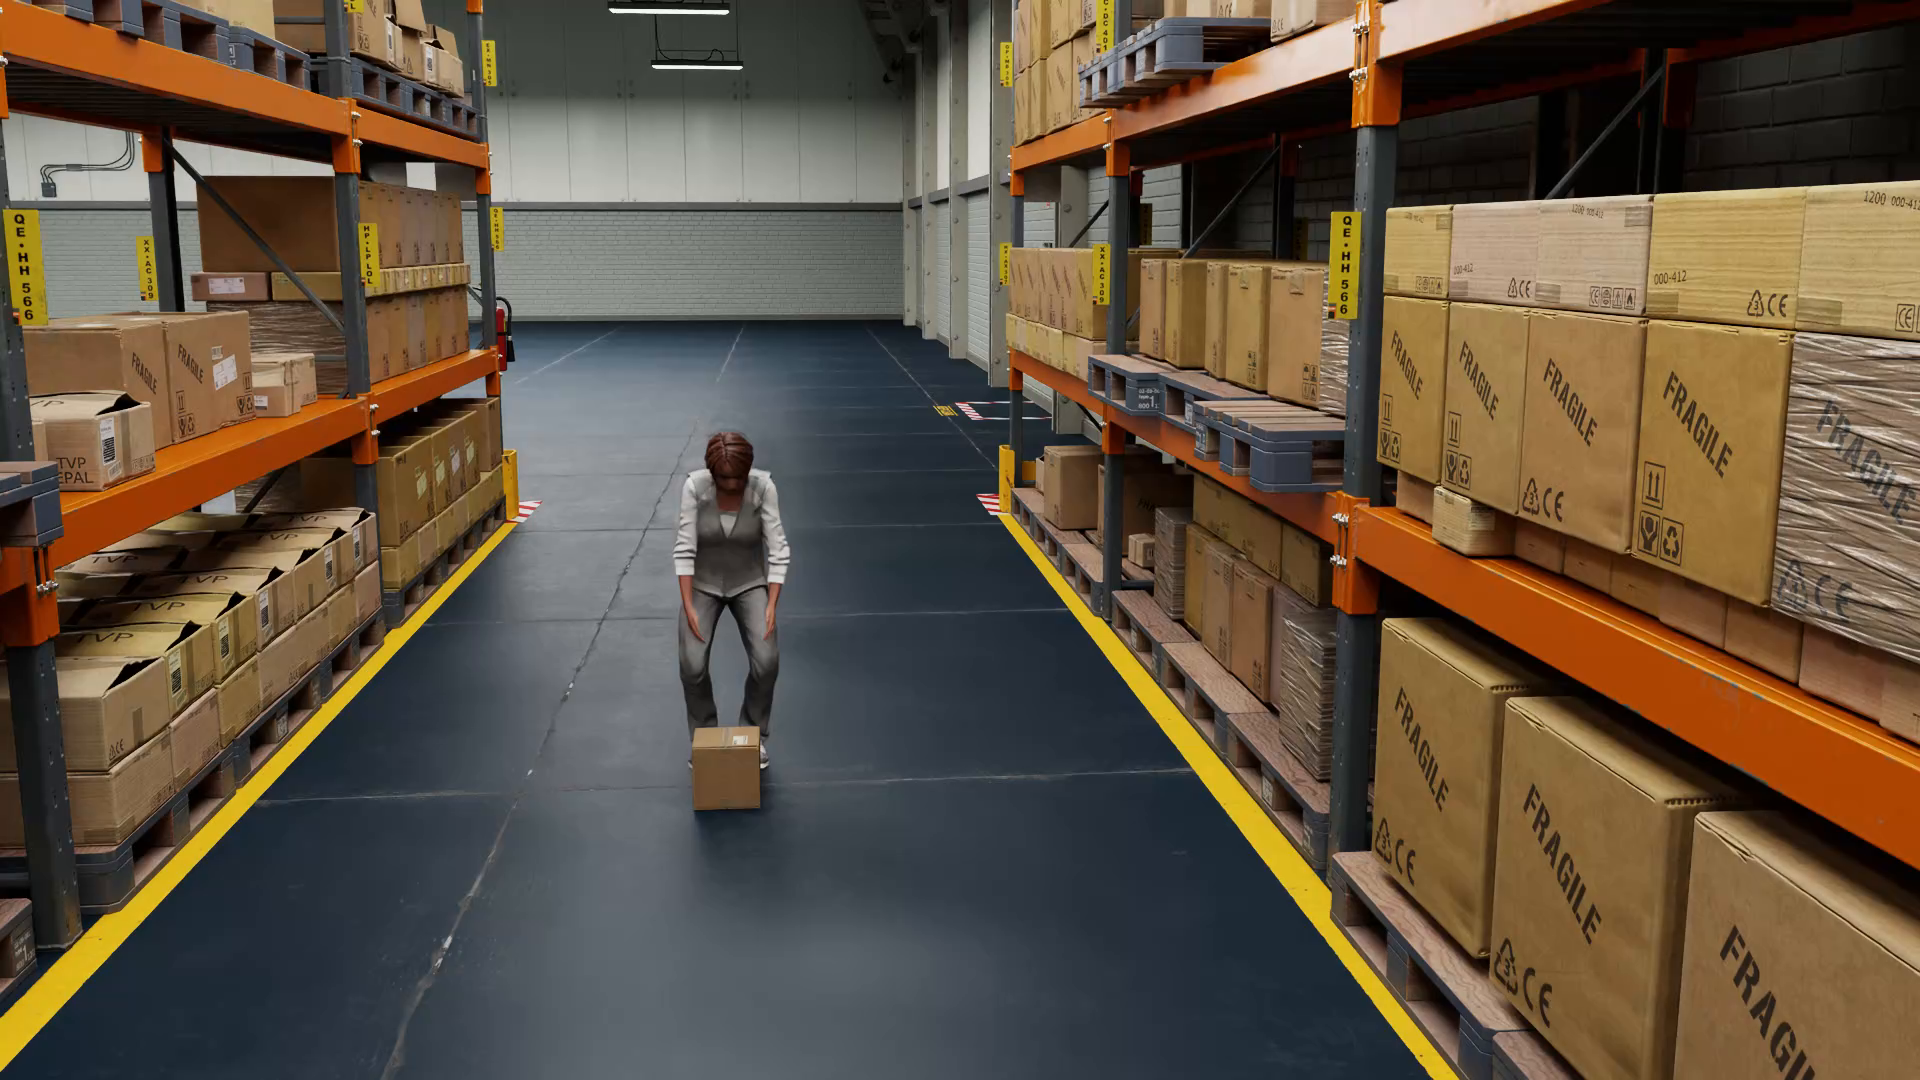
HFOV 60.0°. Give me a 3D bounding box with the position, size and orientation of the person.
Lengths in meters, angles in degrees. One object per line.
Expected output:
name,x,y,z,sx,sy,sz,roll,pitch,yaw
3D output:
person,-0.930,0.614,6.651,0.418,0.700,0.862,-1,10,-7
